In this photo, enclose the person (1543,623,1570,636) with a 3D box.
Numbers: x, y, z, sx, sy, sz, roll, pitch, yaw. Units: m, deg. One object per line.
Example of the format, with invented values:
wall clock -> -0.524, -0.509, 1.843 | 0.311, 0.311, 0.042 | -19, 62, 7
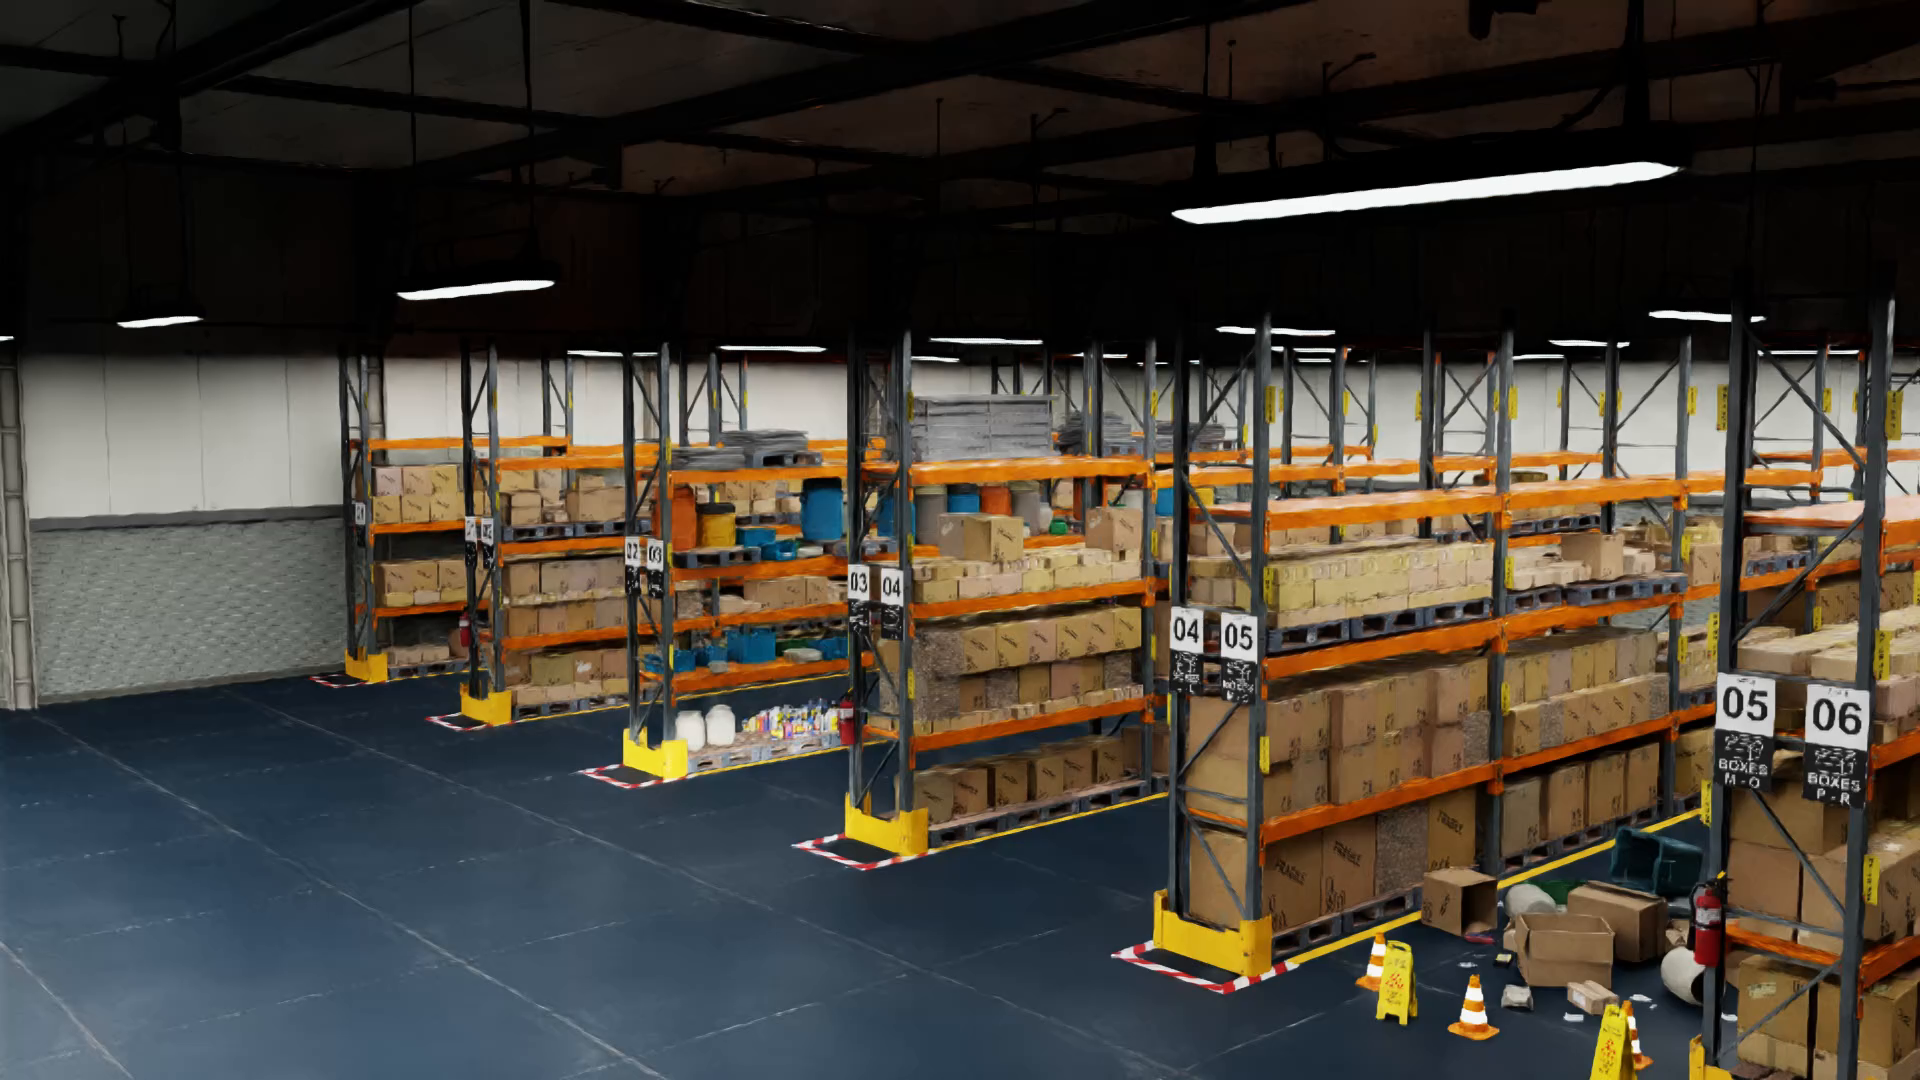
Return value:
person -> 9.324, 1.991, 25.887 | 0.549, 1.735, 0.702 | -5, 7, -44
